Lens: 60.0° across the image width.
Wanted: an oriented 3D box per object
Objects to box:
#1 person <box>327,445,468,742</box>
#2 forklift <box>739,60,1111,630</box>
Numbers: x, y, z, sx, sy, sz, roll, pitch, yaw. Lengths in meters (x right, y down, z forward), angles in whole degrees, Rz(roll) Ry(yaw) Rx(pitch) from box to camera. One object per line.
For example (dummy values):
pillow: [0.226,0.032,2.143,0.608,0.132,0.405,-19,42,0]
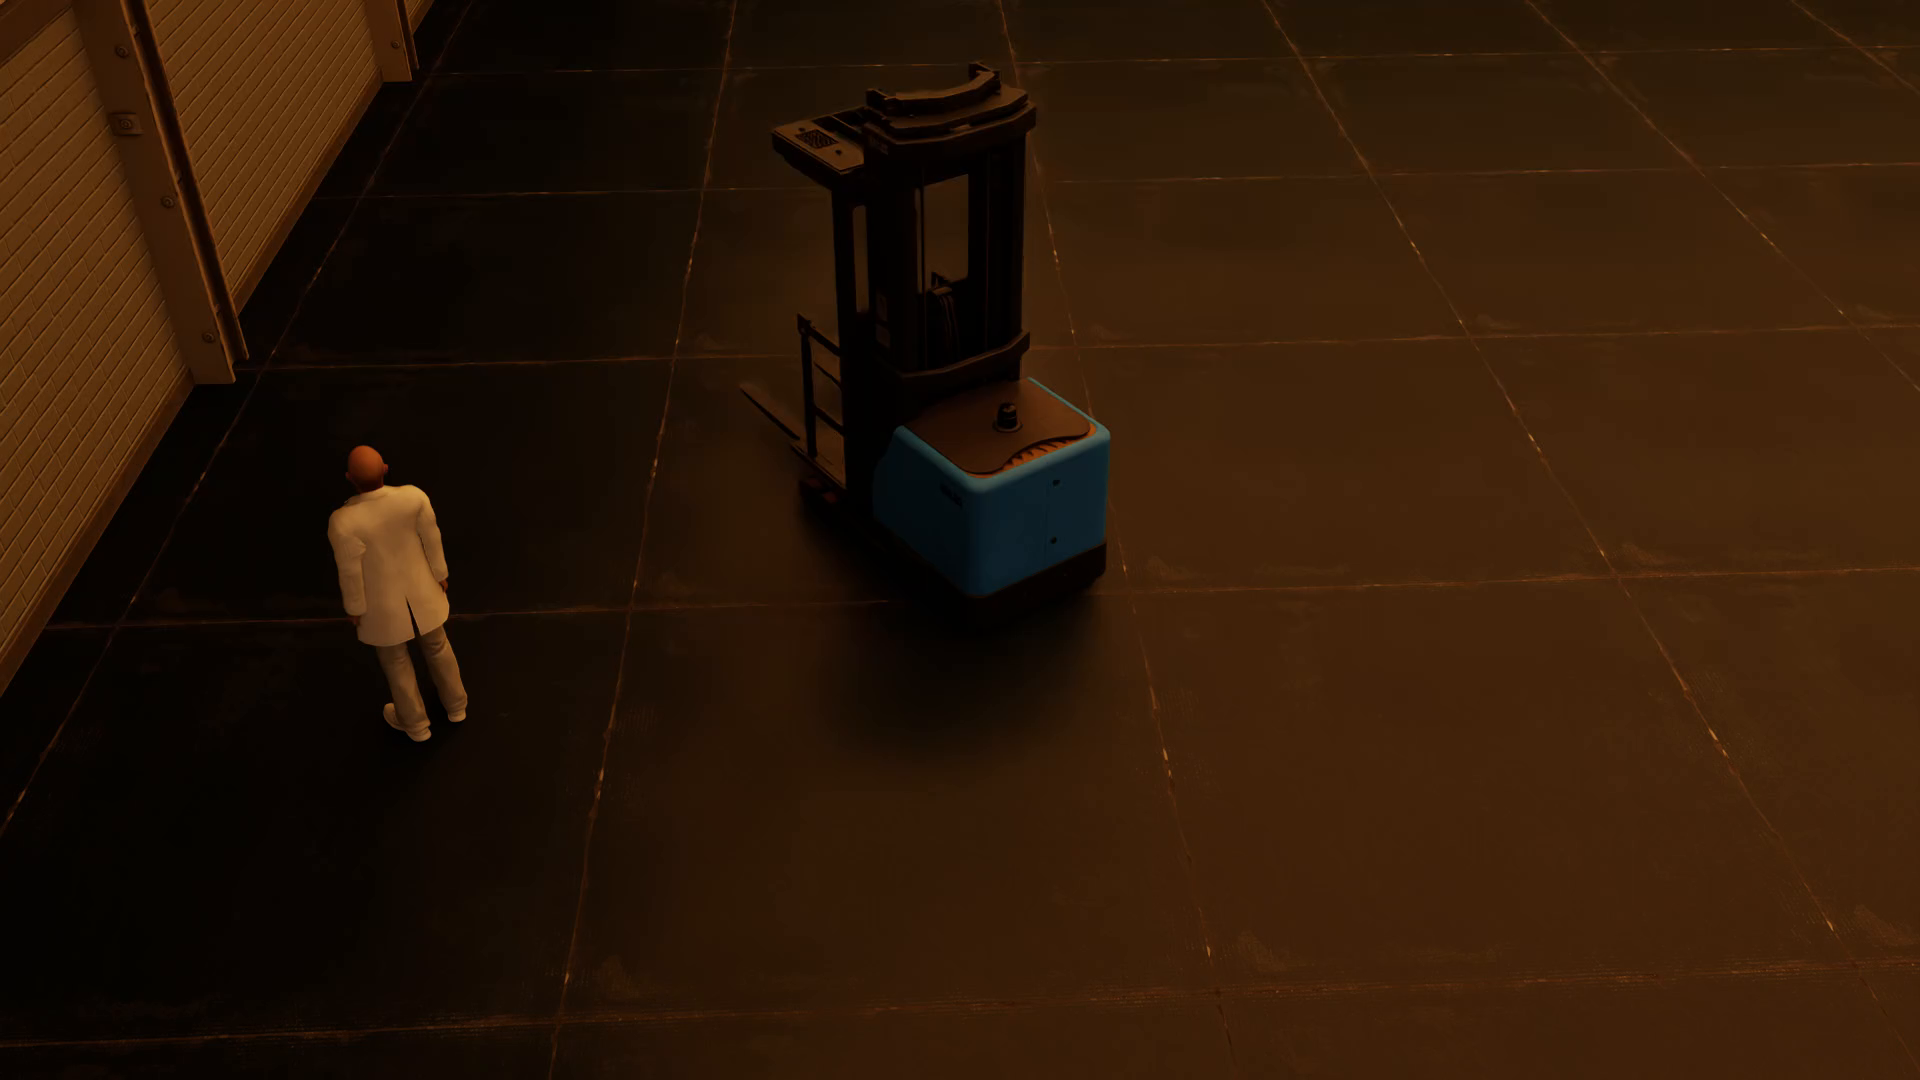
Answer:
person: [-2.942,0.255,8.637,0.552,1.783,0.382,-26,43,-31]
forklift: [-0.387,-1.479,10.042,1.130,2.935,3.031,-23,42,-28]
